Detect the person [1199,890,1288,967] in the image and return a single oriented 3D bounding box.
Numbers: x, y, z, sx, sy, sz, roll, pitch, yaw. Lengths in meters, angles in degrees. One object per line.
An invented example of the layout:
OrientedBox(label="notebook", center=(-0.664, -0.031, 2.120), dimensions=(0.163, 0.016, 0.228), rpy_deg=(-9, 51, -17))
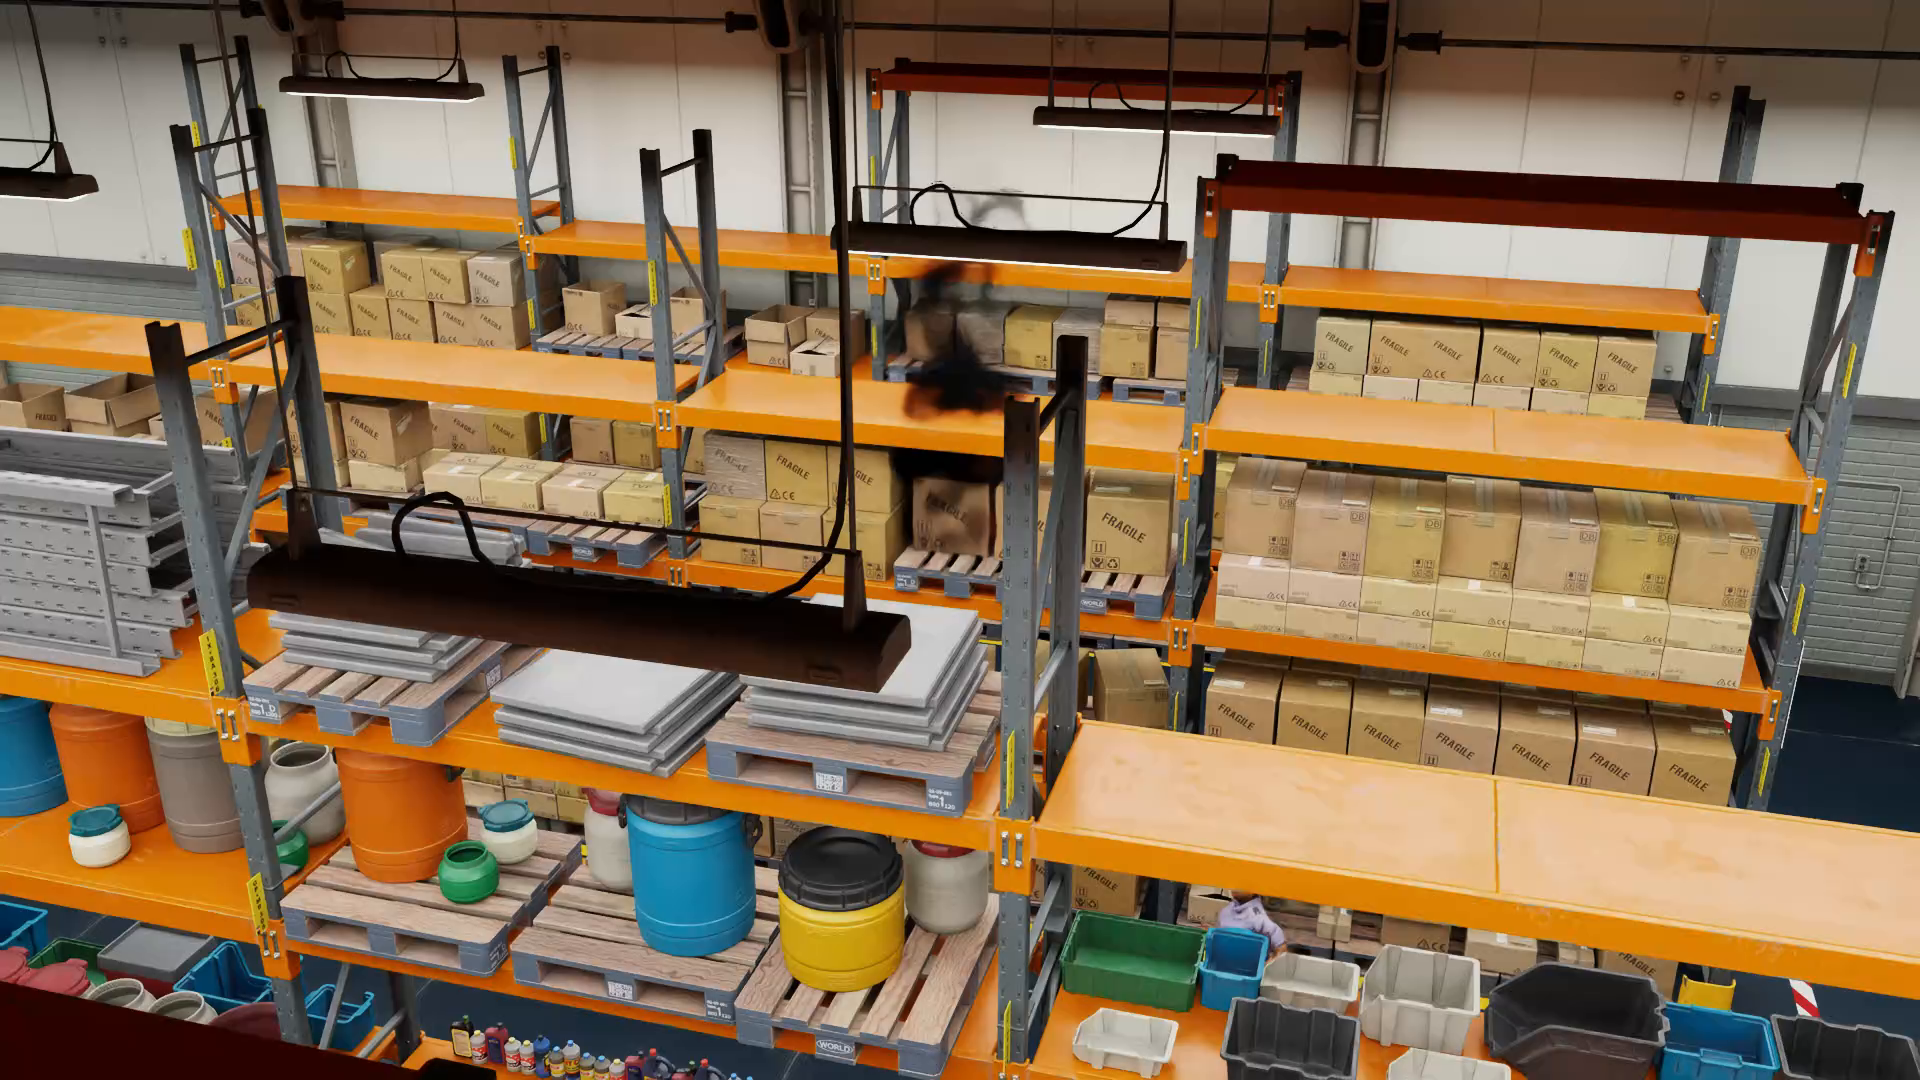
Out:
OrientedBox(label="person", center=(1.899, 2.899, 11.053), dimensions=(0.894, 1.677, 0.606), rpy_deg=(2, 23, 4))
